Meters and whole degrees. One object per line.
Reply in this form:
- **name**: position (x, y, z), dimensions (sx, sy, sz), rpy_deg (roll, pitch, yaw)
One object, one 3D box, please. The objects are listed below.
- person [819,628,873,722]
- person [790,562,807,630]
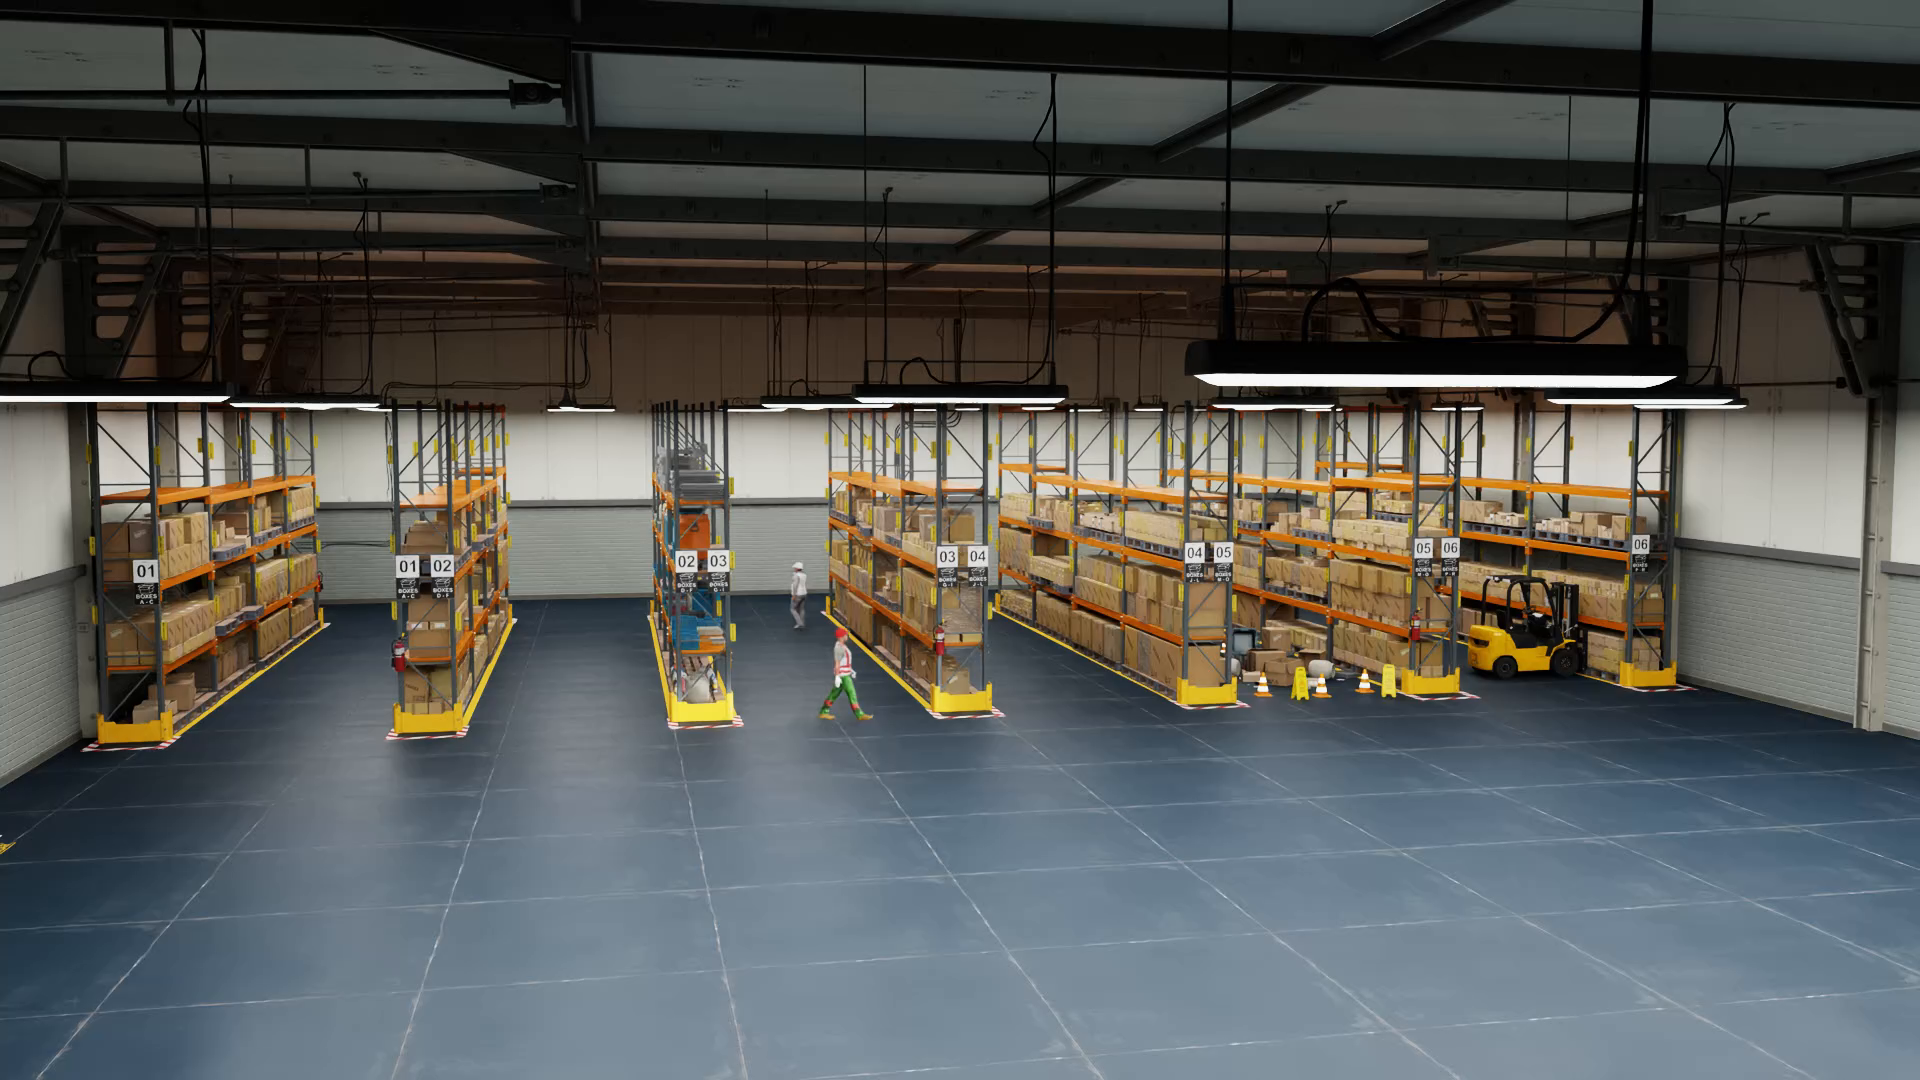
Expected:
- **person**: position (-2.125, 2.504, 30.986), dimensions (1.023, 1.743, 0.640), rpy_deg (0, 4, 0)
- **person**: position (-4.300, 1.492, 44.483), dimensions (0.432, 1.791, 0.553), rpy_deg (2, 5, 29)
